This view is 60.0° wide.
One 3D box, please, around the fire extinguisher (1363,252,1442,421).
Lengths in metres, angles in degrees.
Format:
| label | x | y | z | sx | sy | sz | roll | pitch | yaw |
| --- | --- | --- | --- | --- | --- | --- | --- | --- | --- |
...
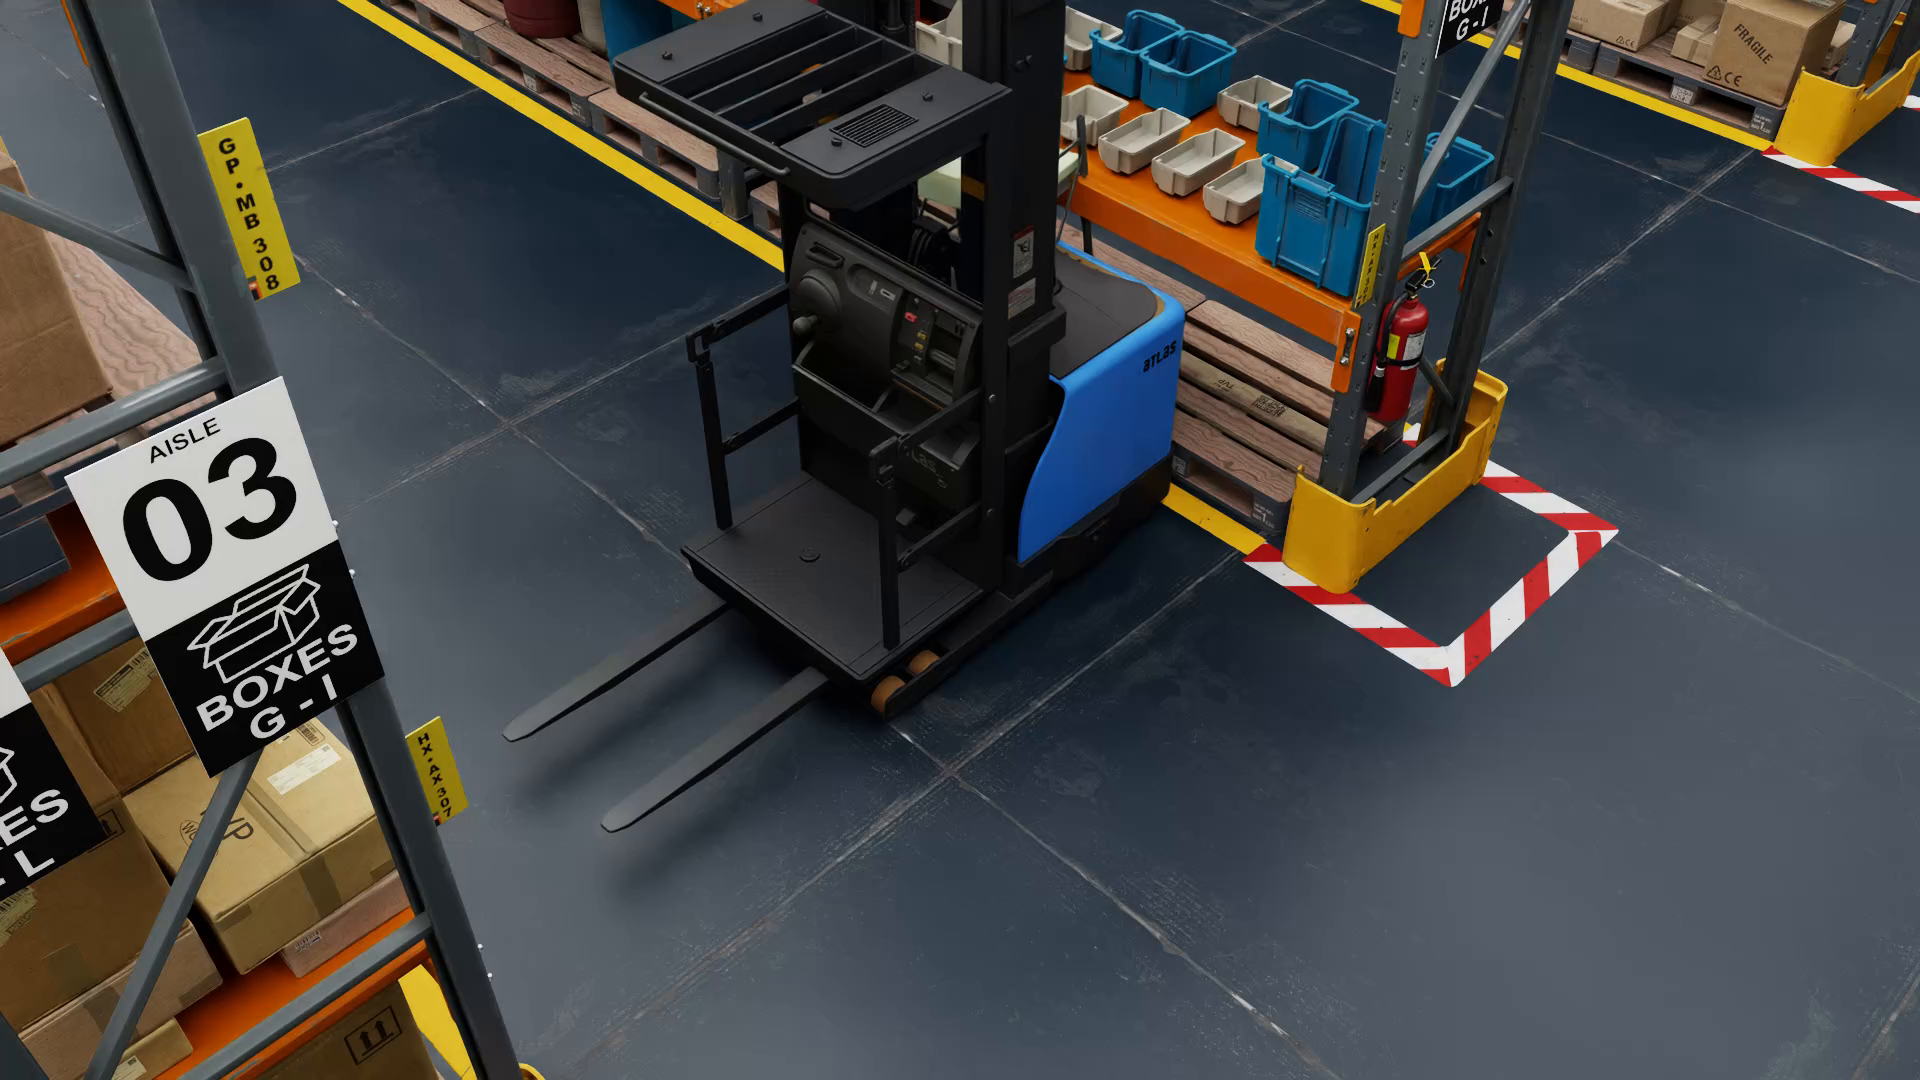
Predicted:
| label | x | y | z | sx | sy | sz | roll | pitch | yaw |
| --- | --- | --- | --- | --- | --- | --- | --- | --- | --- |
| fire extinguisher | 1.674 | -0.763 | 6.315 | 0.296 | 0.674 | 0.183 | -34 | 53 | -31 |

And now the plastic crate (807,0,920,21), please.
| label | x | y | z | sx | sy | sz | roll | pitch | yaw |
| --- | --- | --- | --- | --- | --- | --- | --- | --- | --- |
| plastic crate | -0.482 | -2.637 | 7.920 | 0.402 | 0.464 | 0.583 | -34 | 53 | -31 |

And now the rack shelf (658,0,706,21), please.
| label | x | y | z | sx | sy | sz | roll | pitch | yaw |
| --- | --- | --- | --- | --- | --- | --- | --- | --- | --- |
| rack shelf | -2.348 | -3.838 | 9.840 | 1.077 | 0.370 | 4.000 | -34 | 53 | -31 |

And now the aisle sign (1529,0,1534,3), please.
| label | x | y | z | sx | sy | sz | roll | pitch | yaw |
| --- | --- | --- | --- | --- | --- | --- | --- | --- | --- |
| aisle sign | 2.151 | -2.282 | 5.711 | 0.394 | 0.787 | 0.004 | -34 | 53 | -31 |

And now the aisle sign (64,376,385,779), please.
| label | x | y | z | sx | sy | sz | roll | pitch | yaw |
| --- | --- | --- | --- | --- | --- | --- | --- | --- | --- |
| aisle sign | -1.354 | 0.091 | 3.143 | 0.394 | 0.787 | 0.004 | -34 | 53 | -31 |

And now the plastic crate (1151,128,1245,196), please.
| label | x | y | z | sx | sy | sz | roll | pitch | yaw |
| --- | --- | --- | --- | --- | --- | --- | --- | --- | --- |
| plastic crate | 0.991 | -1.595 | 7.034 | 0.396 | 0.136 | 0.243 | -34 | 53 | -31 |

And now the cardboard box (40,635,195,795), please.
| label | x | y | z | sx | sy | sz | roll | pitch | yaw |
| --- | --- | --- | --- | --- | --- | --- | --- | --- | --- |
| cardboard box | -2.118 | 0.225 | 4.252 | 0.500 | 0.500 | 0.500 | 33 | 52 | 30 |

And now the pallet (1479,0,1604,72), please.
| label | x | y | z | sx | sy | sz | roll | pitch | yaw |
| --- | --- | --- | --- | --- | --- | --- | --- | --- | --- |
| pallet | 3.924 | -3.572 | 11.078 | 1.003 | 0.211 | 1.213 | -34 | 53 | -31 |

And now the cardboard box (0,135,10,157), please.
| label | x | y | z | sx | sy | sz | roll | pitch | yaw |
| --- | --- | --- | --- | --- | --- | --- | --- | --- | --- |
| cardboard box | -2.335 | -0.727 | 3.277 | 0.500 | 0.500 | 0.700 | 32 | 52 | 30 |

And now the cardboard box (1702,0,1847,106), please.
| label | x | y | z | sx | sy | sz | roll | pitch | yaw |
| --- | --- | --- | --- | --- | --- | --- | --- | --- | --- |
| cardboard box | 4.841 | -2.978 | 9.897 | 0.500 | 0.500 | 0.500 | -34 | 53 | -31 |

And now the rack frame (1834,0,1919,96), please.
| label | x | y | z | sx | sy | sz | roll | pitch | yaw |
| --- | --- | --- | --- | --- | --- | --- | --- | --- | --- |
| rack frame | 5.399 | -3.591 | 9.044 | 1.000 | 3.000 | 0.127 | -34 | 53 | -31 |

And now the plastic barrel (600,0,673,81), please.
| label | x | y | z | sx | sy | sz | roll | pitch | yaw |
| --- | --- | --- | --- | --- | --- | --- | --- | --- | --- |
| plastic barrel | -1.808 | -3.134 | 9.786 | 0.600 | 0.901 | 0.708 | -34 | 53 | -31 |

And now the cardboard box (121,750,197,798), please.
| label | x | y | z | sx | sy | sz | roll | pitch | yaw |
| --- | --- | --- | --- | --- | --- | --- | --- | --- | --- |
| cardboard box | -2.137 | 0.494 | 4.514 | 0.500 | 0.250 | 0.500 | 34 | 52 | 31 |

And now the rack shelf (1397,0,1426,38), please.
| label | x | y | z | sx | sy | sz | roll | pitch | yaw |
| --- | --- | --- | --- | --- | --- | --- | --- | --- | --- |
| rack shelf | 0.477 | -3.017 | 6.742 | 1.077 | 0.370 | 4.000 | -34 | 53 | -31 |

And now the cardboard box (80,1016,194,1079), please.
| label | x | y | z | sx | sy | sz | roll | pitch | yaw |
| --- | --- | --- | --- | --- | --- | --- | --- | --- | --- |
| cardboard box | -2.102 | 1.234 | 4.007 | 0.380 | 0.149 | 0.250 | -33 | 52 | -31 |

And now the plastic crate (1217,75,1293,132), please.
| label | x | y | z | sx | sy | sz | roll | pitch | yaw |
| --- | --- | --- | --- | --- | --- | --- | --- | --- | --- |
| plastic crate | 1.301 | -1.940 | 7.407 | 0.250 | 0.136 | 0.298 | -34 | 53 | -31 |

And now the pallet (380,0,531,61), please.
| label | x | y | z | sx | sy | sz | roll | pitch | yaw |
| --- | --- | --- | --- | --- | --- | --- | --- | --- | --- |
| pallet | -3.174 | -3.680 | 11.194 | 1.003 | 0.211 | 1.213 | -34 | 53 | -31 |

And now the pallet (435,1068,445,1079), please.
| label | x | y | z | sx | sy | sz | roll | pitch | yaw |
| --- | --- | --- | --- | --- | --- | --- | --- | --- | --- |
| pallet | -2.237 | 1.832 | 5.229 | 1.003 | 0.211 | 1.213 | -34 | 53 | -31 |

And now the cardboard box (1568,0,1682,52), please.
| label | x | y | z | sx | sy | sz | roll | pitch | yaw |
| --- | --- | --- | --- | --- | --- | --- | --- | --- | --- |
| cardboard box | 4.191 | -3.357 | 10.492 | 0.500 | 0.250 | 0.500 | -34 | 53 | -31 |

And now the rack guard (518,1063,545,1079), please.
| label | x | y | z | sx | sy | sz | roll | pitch | yaw |
| --- | --- | --- | --- | --- | --- | --- | --- | --- | --- |
| rack guard | -1.600 | 2.084 | 4.743 | 1.175 | 0.500 | 0.348 | -34 | 53 | -31 |

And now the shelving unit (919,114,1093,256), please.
| label | x | y | z | sx | sy | sz | roll | pitch | yaw |
| --- | --- | --- | --- | --- | --- | --- | --- | --- | --- |
| shelving unit | 0.182 | -1.260 | 7.558 | 0.755 | 1.500 | 0.431 | 25 | 53 | 30 |

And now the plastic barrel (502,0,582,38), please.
| label | x | y | z | sx | sy | sz | roll | pitch | yaw |
| --- | --- | --- | --- | --- | --- | --- | --- | --- | --- |
| plastic barrel | -2.605 | -3.562 | 10.479 | 0.600 | 0.588 | 0.708 | -34 | 53 | -31 |

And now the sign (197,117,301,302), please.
| label | x | y | z | sx | sy | sz | roll | pitch | yaw |
| --- | --- | --- | --- | --- | --- | --- | --- | --- | --- |
| sign | -1.220 | -0.560 | 2.851 | 0.100 | 0.325 | 0.005 | -34 | 53 | -31 |

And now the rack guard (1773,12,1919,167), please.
| label | x | y | z | sx | sy | sz | roll | pitch | yaw |
| --- | --- | --- | --- | --- | --- | --- | --- | --- | --- |
| rack guard | 5.345 | -2.710 | 9.931 | 1.175 | 0.500 | 0.348 | -34 | 53 | -31 |

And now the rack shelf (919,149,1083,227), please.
| label | x | y | z | sx | sy | sz | roll | pitch | yaw |
| --- | --- | --- | --- | --- | --- | --- | --- | --- | --- |
| rack shelf | 0.142 | -1.541 | 7.290 | 0.720 | 0.370 | 0.431 | 25 | 53 | 30 |

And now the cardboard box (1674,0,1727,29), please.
| label | x | y | z | sx | sy | sz | roll | pitch | yaw |
| --- | --- | --- | --- | --- | --- | --- | --- | --- | --- |
| cardboard box | 4.863 | -3.380 | 10.517 | 0.500 | 0.250 | 0.500 | -34 | 53 | -31 |

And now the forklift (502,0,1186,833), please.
| label | x | y | z | sx | sy | sz | roll | pitch | yaw |
| --- | --- | --- | --- | --- | --- | --- | --- | --- | --- |
| forklift | -0.436 | -0.768 | 6.039 | 1.130 | 2.935 | 3.031 | 33 | 52 | 31 |

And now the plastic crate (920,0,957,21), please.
| label | x | y | z | sx | sy | sz | roll | pitch | yaw |
| --- | --- | --- | --- | --- | --- | --- | --- | --- | --- |
| plastic crate | 0.045 | -2.653 | 8.187 | 0.437 | 0.125 | 0.590 | -34 | 53 | -31 |

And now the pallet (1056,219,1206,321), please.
| label | x | y | z | sx | sy | sz | roll | pitch | yaw |
| --- | --- | --- | --- | --- | --- | --- | --- | --- | --- |
| pallet | 0.477 | -1.196 | 8.506 | 1.003 | 0.211 | 1.213 | -34 | 53 | -31 |

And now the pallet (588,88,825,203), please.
| label | x | y | z | sx | sy | sz | roll | pitch | yaw |
| --- | --- | --- | --- | --- | --- | --- | --- | --- | --- |
| pallet | -1.451 | -2.508 | 9.926 | 1.003 | 0.211 | 1.213 | -34 | 53 | -31 |

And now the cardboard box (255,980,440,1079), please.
| label | x | y | z | sx | sy | sz | roll | pitch | yaw |
| --- | --- | --- | --- | --- | --- | --- | --- | --- | --- |
| cardboard box | -2.126 | 1.512 | 4.777 | 0.875 | 0.875 | 0.875 | -34 | 53 | -31 |

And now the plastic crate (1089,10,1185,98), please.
| label | x | y | z | sx | sy | sz | roll | pitch | yaw |
| --- | --- | --- | --- | --- | --- | --- | --- | --- | --- |
| plastic crate | 0.806 | -2.233 | 7.653 | 0.416 | 0.233 | 0.300 | -34 | 53 | -31 |

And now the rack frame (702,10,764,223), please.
| label | x | y | z | sx | sy | sz | roll | pitch | yaw |
| --- | --- | --- | --- | --- | --- | --- | --- | --- | --- |
| rack frame | -0.935 | -3.141 | 8.556 | 1.000 | 3.000 | 0.127 | -34 | 53 | -31 |

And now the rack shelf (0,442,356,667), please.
| label | x | y | z | sx | sy | sz | roll | pitch | yaw |
| --- | --- | --- | --- | --- | --- | --- | --- | --- | --- |
| rack shelf | -3.030 | -0.644 | 4.174 | 1.077 | 0.370 | 4.000 | -34 | 53 | -31 |

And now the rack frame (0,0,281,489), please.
| label | x | y | z | sx | sy | sz | roll | pitch | yaw |
| --- | --- | --- | --- | --- | --- | --- | --- | --- | --- |
| rack frame | -1.617 | -1.048 | 1.871 | 1.000 | 3.000 | 0.127 | -34 | 53 | -31 |

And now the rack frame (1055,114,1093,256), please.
| label | x | y | z | sx | sy | sz | roll | pitch | yaw |
| --- | --- | --- | --- | --- | --- | --- | --- | --- | --- |
| rack frame | 0.468 | -1.125 | 7.374 | 0.023 | 1.500 | 0.400 | 25 | 53 | 30 |

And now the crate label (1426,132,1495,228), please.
| label | x | y | z | sx | sy | sz | roll | pitch | yaw |
| --- | --- | --- | --- | --- | --- | --- | --- | --- | --- |
| crate label | 1.948 | -1.456 | 6.812 | 0.416 | 0.233 | 0.303 | -34 | 53 | -31 |

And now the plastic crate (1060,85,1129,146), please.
| label | x | y | z | sx | sy | sz | roll | pitch | yaw |
| --- | --- | --- | --- | --- | --- | --- | --- | --- | --- |
| plastic crate | 0.555 | -1.851 | 7.310 | 0.298 | 0.136 | 0.250 | -34 | 53 | -31 |
